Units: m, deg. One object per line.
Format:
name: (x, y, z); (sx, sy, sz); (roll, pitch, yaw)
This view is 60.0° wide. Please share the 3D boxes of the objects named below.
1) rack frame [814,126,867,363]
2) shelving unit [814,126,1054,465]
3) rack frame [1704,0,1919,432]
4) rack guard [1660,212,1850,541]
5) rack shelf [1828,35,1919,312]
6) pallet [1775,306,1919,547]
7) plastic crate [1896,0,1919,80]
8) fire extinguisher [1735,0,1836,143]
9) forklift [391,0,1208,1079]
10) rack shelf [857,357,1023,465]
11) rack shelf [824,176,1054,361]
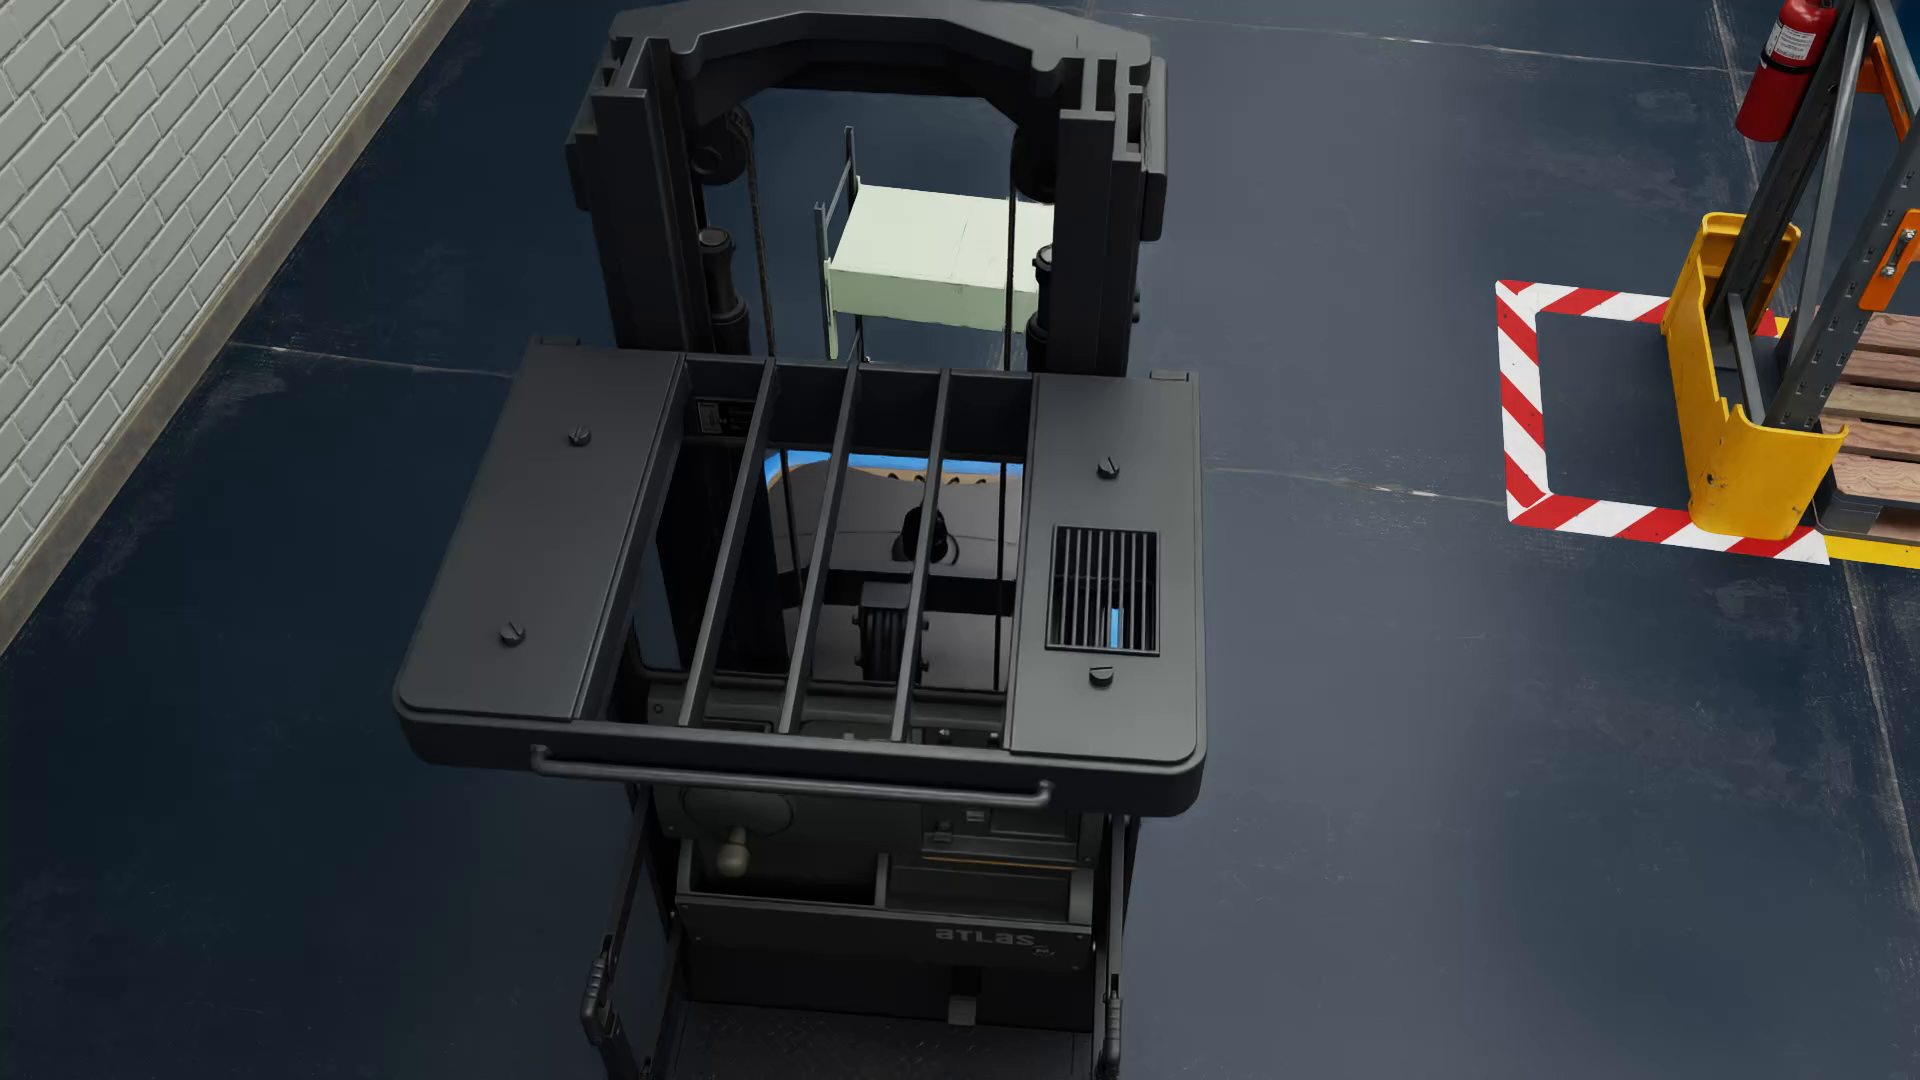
rack frame: (-0.354, -0.549, 5.235); (0.023, 1.500, 0.400); (8, 49, 7)
shelving unit: (0.007, -0.500, 5.191); (0.755, 1.500, 0.431); (8, 49, 7)
rack frame: (2.843, -1.448, 5.034); (0.127, 3.000, 1.000); (8, 49, 7)
rack guard: (2.817, -0.606, 5.958); (0.348, 0.500, 1.175); (8, 49, 7)
rack shelf: (4.811, -0.943, 5.064); (4.000, 0.370, 1.077); (8, 49, 7)
pallet: (3.648, -0.378, 5.948); (1.213, 0.211, 1.003); (8, 49, 7)
plastic crate: (3.206, -1.572, 5.082); (0.499, 0.435, 0.616); (8, 49, 7)
fire extinguisher: (2.775, -1.650, 5.518); (0.183, 0.674, 0.296); (8, 49, 7)
forklift: (-0.184, 0.612, 3.230); (1.130, 2.935, 3.031); (4, 48, 3)
rack shelf: (0.007, -0.282, 5.434); (0.720, 0.370, 0.431); (8, 49, 7)
rack shelf: (0.007, -0.761, 4.901); (0.720, 0.370, 0.431); (8, 49, 7)
